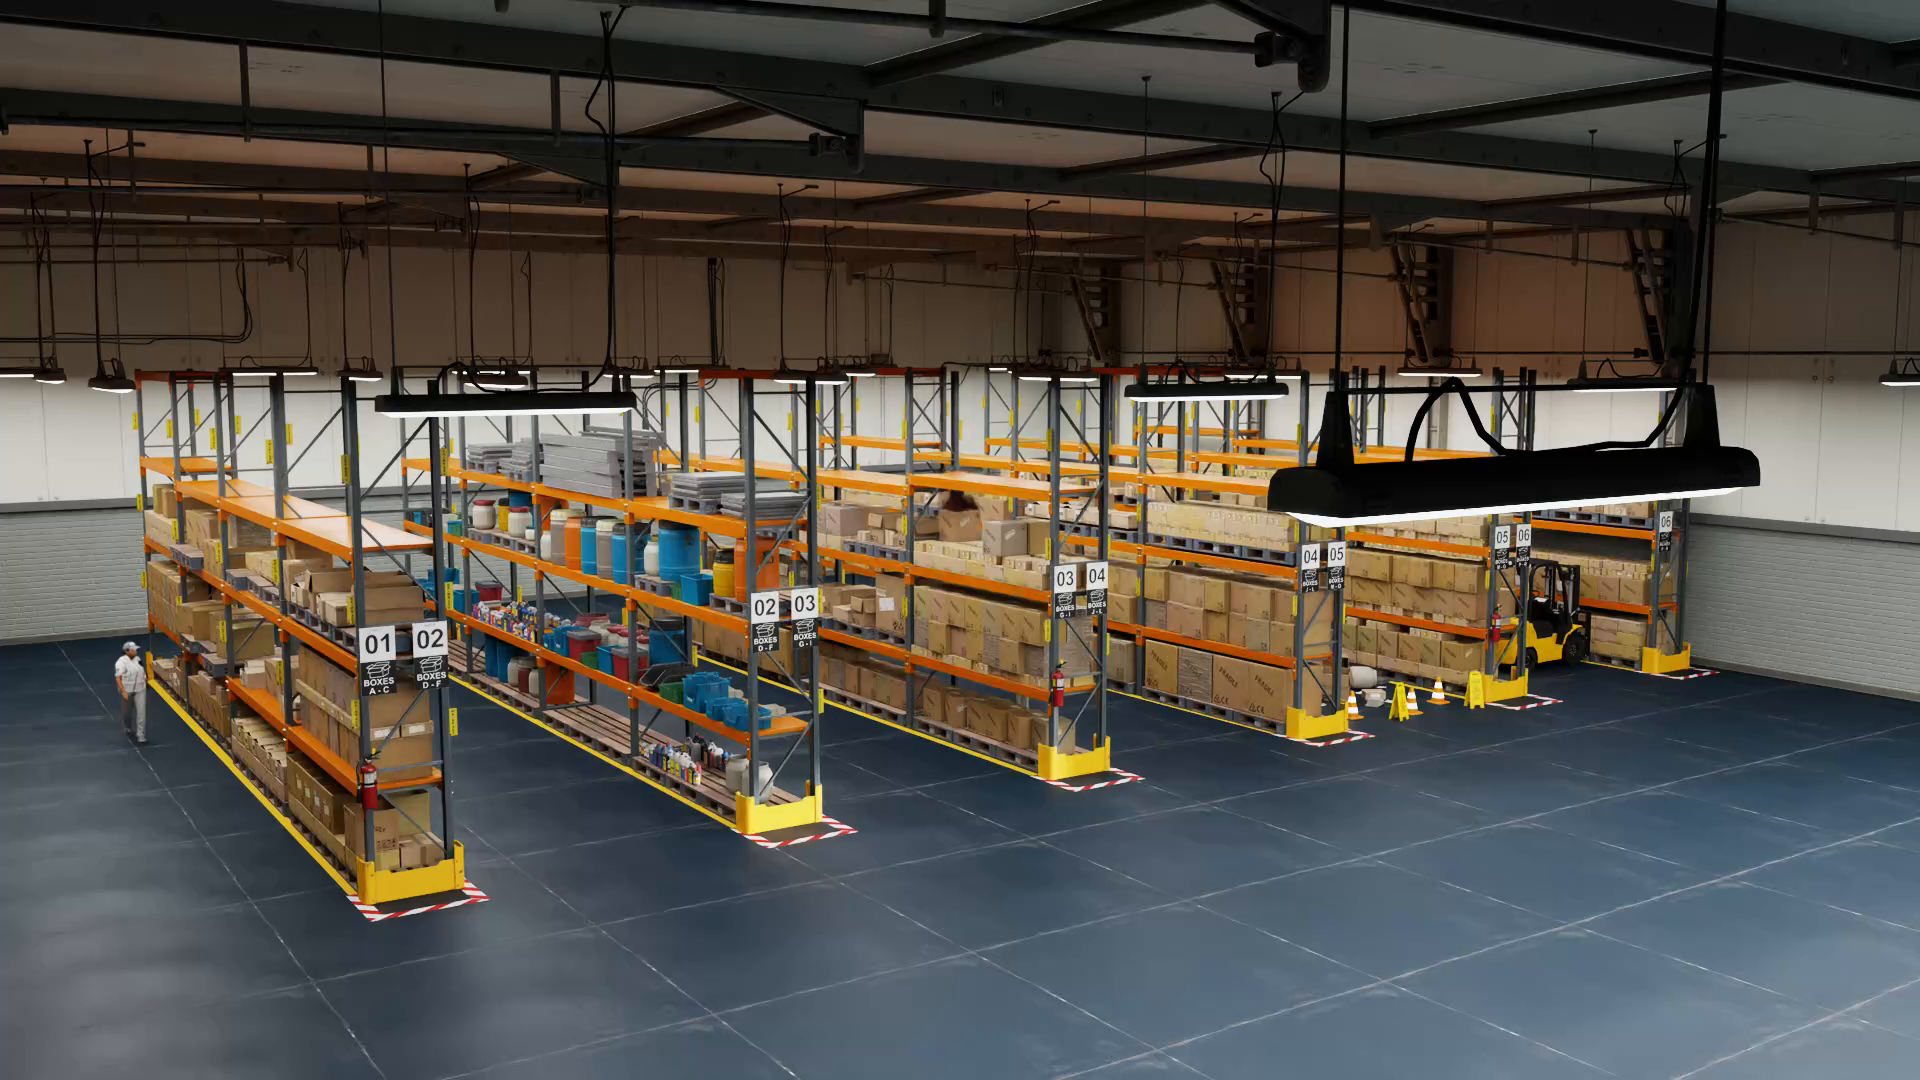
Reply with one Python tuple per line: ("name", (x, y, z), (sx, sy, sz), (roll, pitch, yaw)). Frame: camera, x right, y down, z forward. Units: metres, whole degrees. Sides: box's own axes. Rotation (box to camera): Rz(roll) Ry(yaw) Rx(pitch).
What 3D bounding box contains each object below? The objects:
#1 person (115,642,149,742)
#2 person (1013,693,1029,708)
("person", (-13.526, 2.463, 27.184), (0.490, 1.623, 0.929), (-3, 7, -28))
("person", (1.014, 2.277, 28.670), (0.500, 1.655, 0.748), (0, 6, 4))
